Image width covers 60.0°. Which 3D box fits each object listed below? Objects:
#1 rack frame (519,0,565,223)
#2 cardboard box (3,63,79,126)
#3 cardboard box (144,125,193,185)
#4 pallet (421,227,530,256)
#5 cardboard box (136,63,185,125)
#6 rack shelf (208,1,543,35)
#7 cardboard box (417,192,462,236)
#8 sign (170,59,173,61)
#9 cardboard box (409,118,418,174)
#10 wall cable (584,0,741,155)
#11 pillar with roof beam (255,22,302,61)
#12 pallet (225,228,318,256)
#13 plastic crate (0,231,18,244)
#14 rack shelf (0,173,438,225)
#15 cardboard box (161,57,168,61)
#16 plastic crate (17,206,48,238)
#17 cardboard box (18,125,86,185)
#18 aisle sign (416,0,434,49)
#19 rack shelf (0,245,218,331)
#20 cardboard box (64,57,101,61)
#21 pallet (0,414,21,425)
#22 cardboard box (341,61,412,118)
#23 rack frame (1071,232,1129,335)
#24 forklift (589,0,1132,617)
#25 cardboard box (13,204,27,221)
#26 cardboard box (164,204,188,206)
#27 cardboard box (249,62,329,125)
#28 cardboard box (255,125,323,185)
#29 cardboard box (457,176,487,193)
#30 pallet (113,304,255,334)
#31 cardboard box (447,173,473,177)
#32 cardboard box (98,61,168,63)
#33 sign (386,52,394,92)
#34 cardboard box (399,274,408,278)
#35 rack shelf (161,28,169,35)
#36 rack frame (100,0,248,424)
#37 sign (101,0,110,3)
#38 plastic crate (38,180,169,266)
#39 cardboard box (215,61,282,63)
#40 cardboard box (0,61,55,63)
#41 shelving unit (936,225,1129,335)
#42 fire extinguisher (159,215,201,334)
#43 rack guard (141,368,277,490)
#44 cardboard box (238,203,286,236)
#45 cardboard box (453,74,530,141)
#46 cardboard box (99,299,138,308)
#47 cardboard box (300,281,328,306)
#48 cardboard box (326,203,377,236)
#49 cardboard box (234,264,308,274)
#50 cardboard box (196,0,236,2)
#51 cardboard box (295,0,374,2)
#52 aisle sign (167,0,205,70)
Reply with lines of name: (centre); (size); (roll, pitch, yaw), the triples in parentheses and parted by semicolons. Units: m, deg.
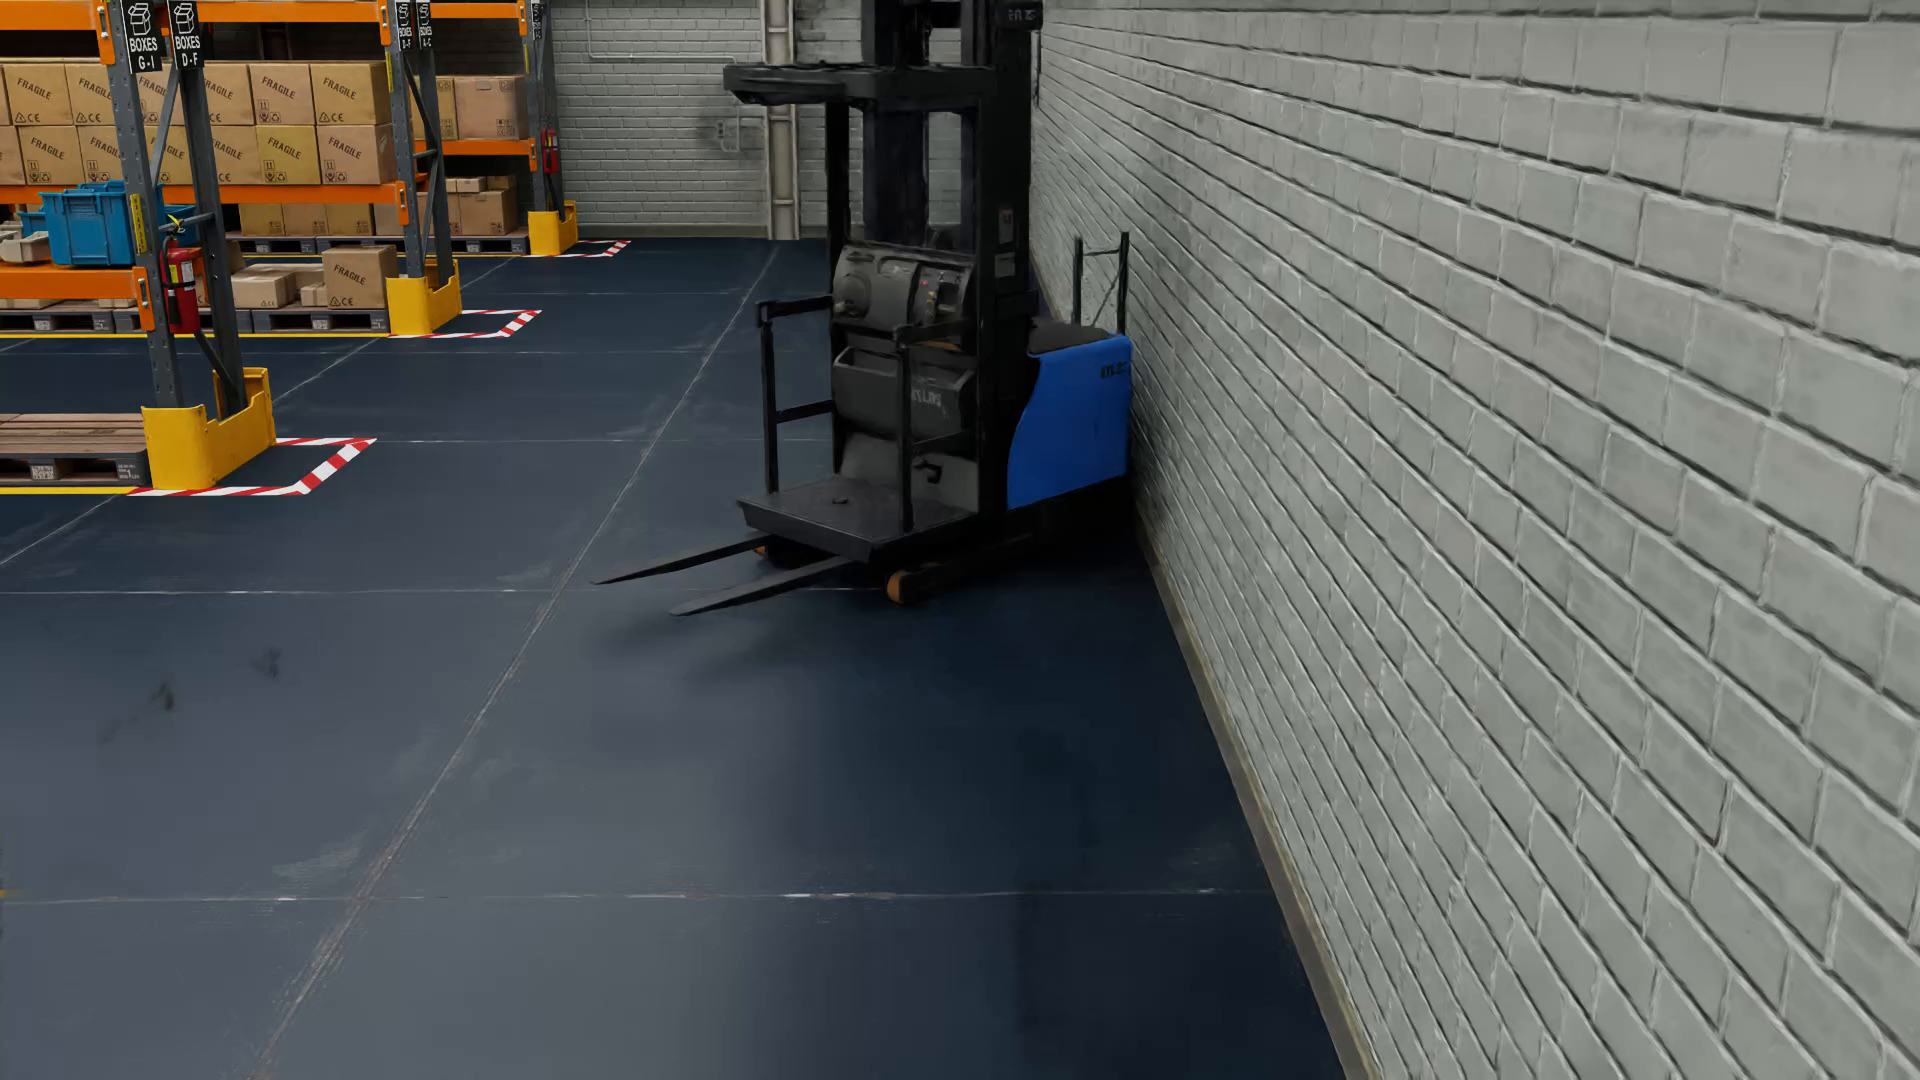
rack frame: (-4.881, -4.928, 19.498); (0.127, 3.000, 1.000); (0, 18, -1)
cardboard box: (-7.808, -3.838, 14.301); (0.500, 0.500, 0.500); (-1, 18, -3)
cardboard box: (-6.764, -3.370, 14.480); (0.500, 0.500, 0.500); (-1, 18, -2)
pallet: (-5.680, -3.572, 19.837); (1.213, 0.211, 1.003); (0, 18, -1)
cardboard box: (-6.777, -3.843, 14.317); (0.500, 0.500, 0.500); (0, 18, 1)
rack shelf: (-6.881, -6.004, 19.120); (4.000, 0.370, 1.077); (0, 18, -1)
cardboard box: (-6.080, -3.901, 19.702); (0.500, 0.500, 0.700); (0, 18, -1)
sign: (-8.863, -5.256, 18.757); (0.005, 0.325, 0.100); (0, 18, -1)
cardboard box: (-5.247, -3.541, 15.011); (0.500, 0.500, 0.500); (0, 18, 0)
wall cable: (-3.616, -5.707, 20.263); (1.851, 1.984, 0.084); (0, 18, -1)
pillar with roof beam: (-8.127, -6.718, 15.257); (0.400, 9.000, 9.100); (0, 18, -1)
pallet: (-8.119, -3.560, 19.801); (1.213, 0.211, 1.003); (0, 18, -1)
plastic crate: (-5.828, -1.749, 9.922); (0.243, 0.136, 0.396); (0, 18, -1)
rack shelf: (-6.799, -3.063, 14.862); (4.000, 0.370, 1.077); (0, 18, -1)
cardboard box: (-9.344, -5.384, 19.009); (0.500, 0.250, 0.500); (0, 18, 0)
plastic crate: (-5.635, -1.947, 10.382); (0.300, 0.233, 0.416); (0, 18, -1)
cardboard box: (-7.773, -3.366, 14.465); (0.500, 0.500, 0.500); (0, 18, 0)
aisle sign: (-4.736, -4.743, 14.665); (0.004, 0.787, 0.394); (0, 18, -1)
rack shelf: (-6.725, -1.550, 10.145); (4.000, 0.370, 1.077); (0, 18, -1)
cardboard box: (-9.855, -5.384, 19.010); (0.500, 0.250, 0.500); (0, 18, 0)
pallet: (-6.767, -0.577, 10.501); (1.213, 0.211, 1.003); (0, 18, -1)
cardboard box: (-5.247, -4.017, 14.858); (0.500, 0.500, 0.500); (0, 18, 1)
rack frame: (0.796, -1.017, 9.671); (0.032, 1.500, 0.500); (13, 19, 38)
forklift: (-0.436, -1.257, 8.167); (1.130, 2.935, 3.031); (16, 24, 41)
cardboard box: (-11.267, -4.031, 19.535); (0.750, 0.750, 0.750); (0, 18, -1)
cardboard box: (-9.529, -4.042, 19.569); (0.750, 0.750, 0.750); (0, 18, 0)
cardboard box: (-5.745, -3.850, 14.337); (0.500, 0.500, 0.500); (0, 18, 1)
cardboard box: (-5.762, -3.373, 14.489); (0.500, 0.500, 0.500); (0, 18, 0)
cardboard box: (-5.705, -4.156, 19.435); (0.250, 0.149, 0.380); (0, 18, -2)
pallet: (-6.889, -2.077, 15.178); (1.213, 0.211, 1.003); (0, 18, -1)
cardboard box: (-5.964, -4.271, 19.795); (0.250, 0.149, 0.380); (0, 18, -1)
cardboard box: (-7.281, -4.006, 14.825); (0.500, 0.500, 0.500); (0, 18, 0)
sign: (-4.811, -3.947, 14.028); (0.005, 0.325, 0.100); (0, 18, -1)
cardboard box: (-5.224, -2.370, 15.471); (0.250, 0.149, 0.380); (0, 18, -1)
rack shelf: (-10.881, -5.984, 19.060); (4.000, 0.370, 1.077); (0, 18, -1)
rack frame: (-4.725, -1.902, 10.066); (0.127, 3.000, 1.000); (0, 18, -1)
sign: (-4.700, -3.112, 9.100); (0.005, 0.325, 0.100); (0, 18, -1)
plastic crate: (-5.057, -1.889, 9.868); (0.499, 0.435, 0.616); (0, 18, -1)
cardboard box: (-6.270, -4.011, 14.840); (0.500, 0.500, 0.500); (0, 18, 0)
cardboard box: (-8.298, -4.001, 14.808); (0.500, 0.500, 0.500); (0, 18, -1)
shelving unit: (0.404, -1.108, 9.981); (1.048, 1.500, 0.538); (13, 19, 38)
fire extinguisher: (-4.567, -1.549, 9.704); (0.183, 0.674, 0.296); (0, 18, -1)
rack guard: (-4.701, -0.716, 10.460); (0.348, 0.500, 1.175); (0, 18, -1)
cardboard box: (-8.132, -3.890, 19.669); (0.500, 0.500, 0.700); (0, 18, 0)
cardboard box: (-5.391, -5.065, 19.435); (0.700, 0.700, 0.980); (1, 18, 2)
cardboard box: (-7.511, -2.199, 14.910); (0.250, 0.166, 0.380); (0, 18, -1)
cardboard box: (-5.746, -2.223, 14.984); (0.250, 0.166, 0.380); (0, 18, -1)
cardboard box: (-7.116, -3.894, 19.679); (0.500, 0.500, 0.700); (0, 18, 0)
cardboard box: (-6.348, -2.394, 15.381); (0.500, 0.250, 0.500); (0, 18, -1)
cardboard box: (-6.309, -4.683, 14.071); (0.500, 0.250, 0.500); (0, 18, -1)
cardboard box: (-5.309, -4.689, 14.088); (0.500, 0.250, 0.500); (0, 18, -1)
aisle sign: (-4.658, -3.231, 9.952); (0.004, 0.787, 0.394); (0, 18, -1)
